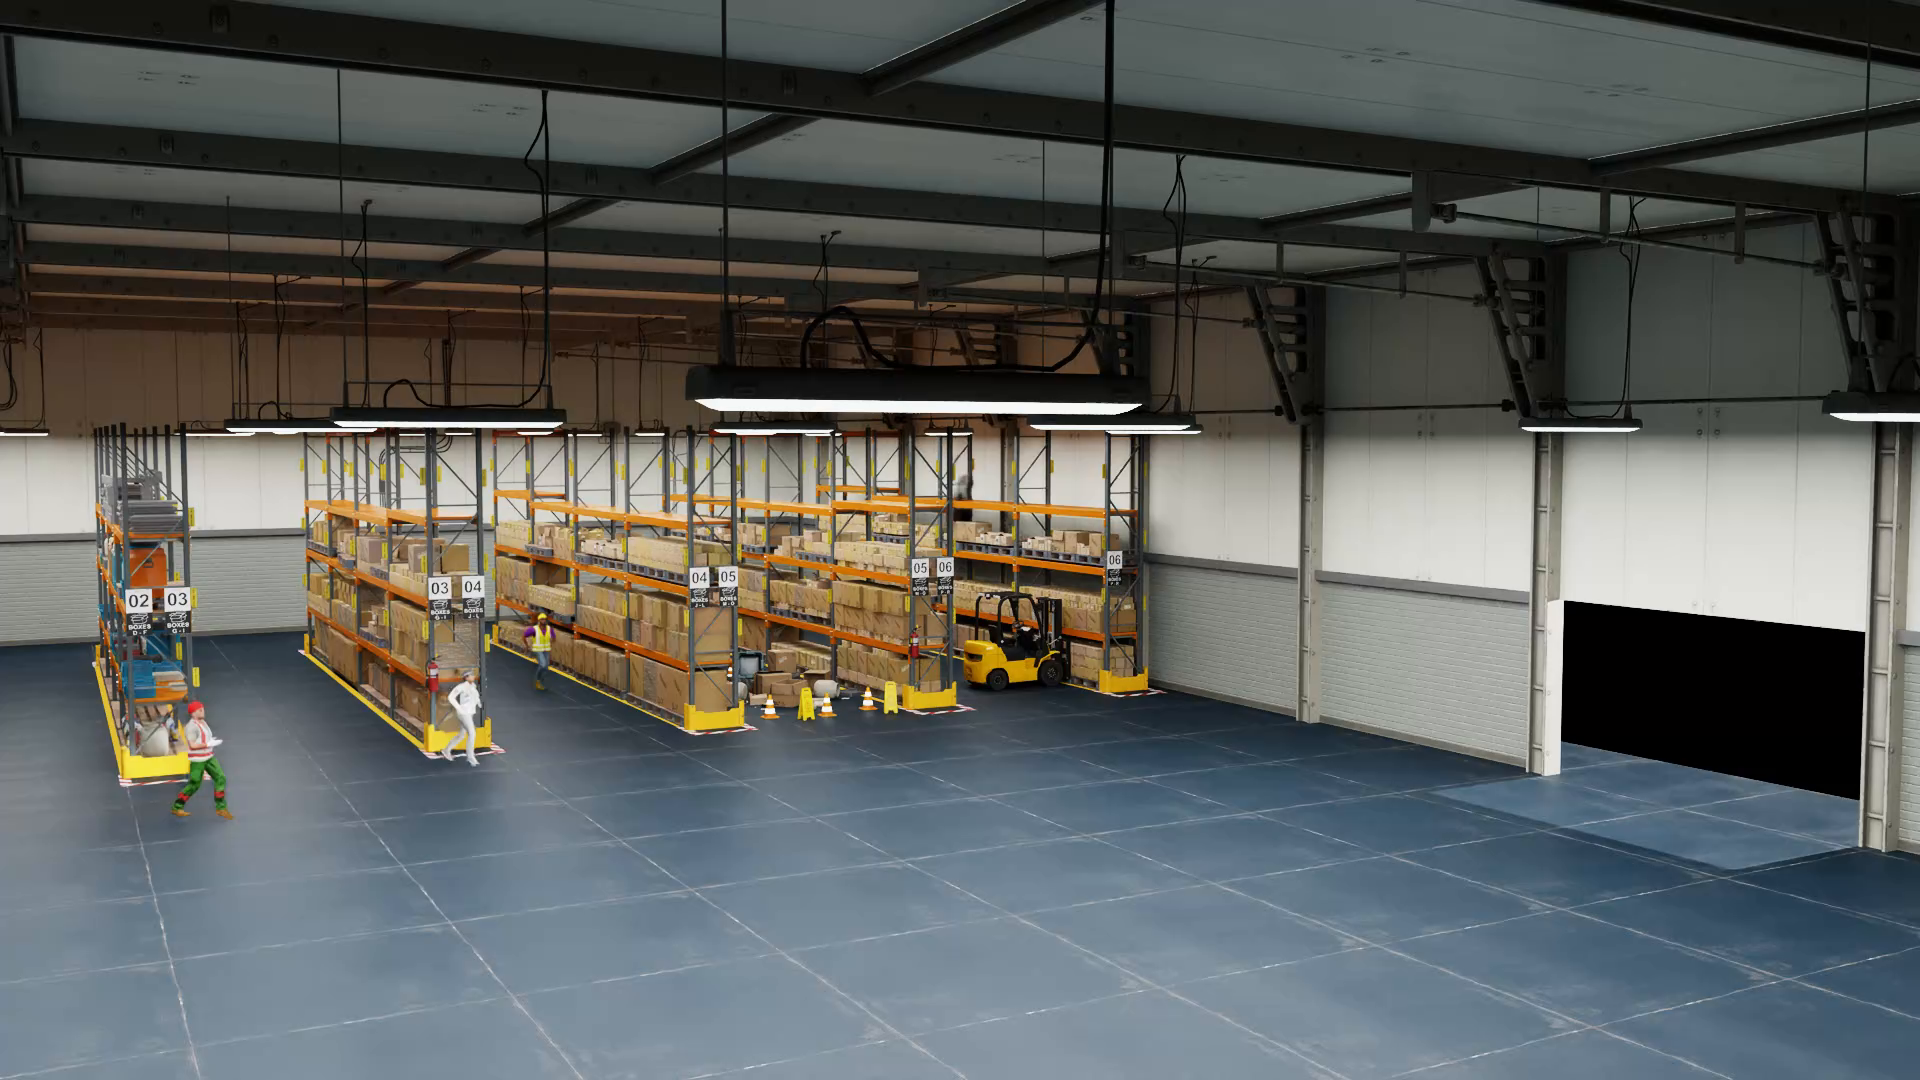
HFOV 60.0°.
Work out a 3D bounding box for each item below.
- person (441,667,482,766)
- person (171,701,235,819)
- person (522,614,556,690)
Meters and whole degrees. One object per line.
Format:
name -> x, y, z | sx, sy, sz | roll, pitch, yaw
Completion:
person -> -8.766, 3.099, 29.370 | 0.788, 1.732, 0.618 | 1, 4, 11
person -> -11.401, 3.322, 25.003 | 0.893, 1.812, 0.669 | 0, 3, 2
person -> -9.514, 2.544, 37.888 | 0.692, 1.741, 0.660 | -3, 5, -42
